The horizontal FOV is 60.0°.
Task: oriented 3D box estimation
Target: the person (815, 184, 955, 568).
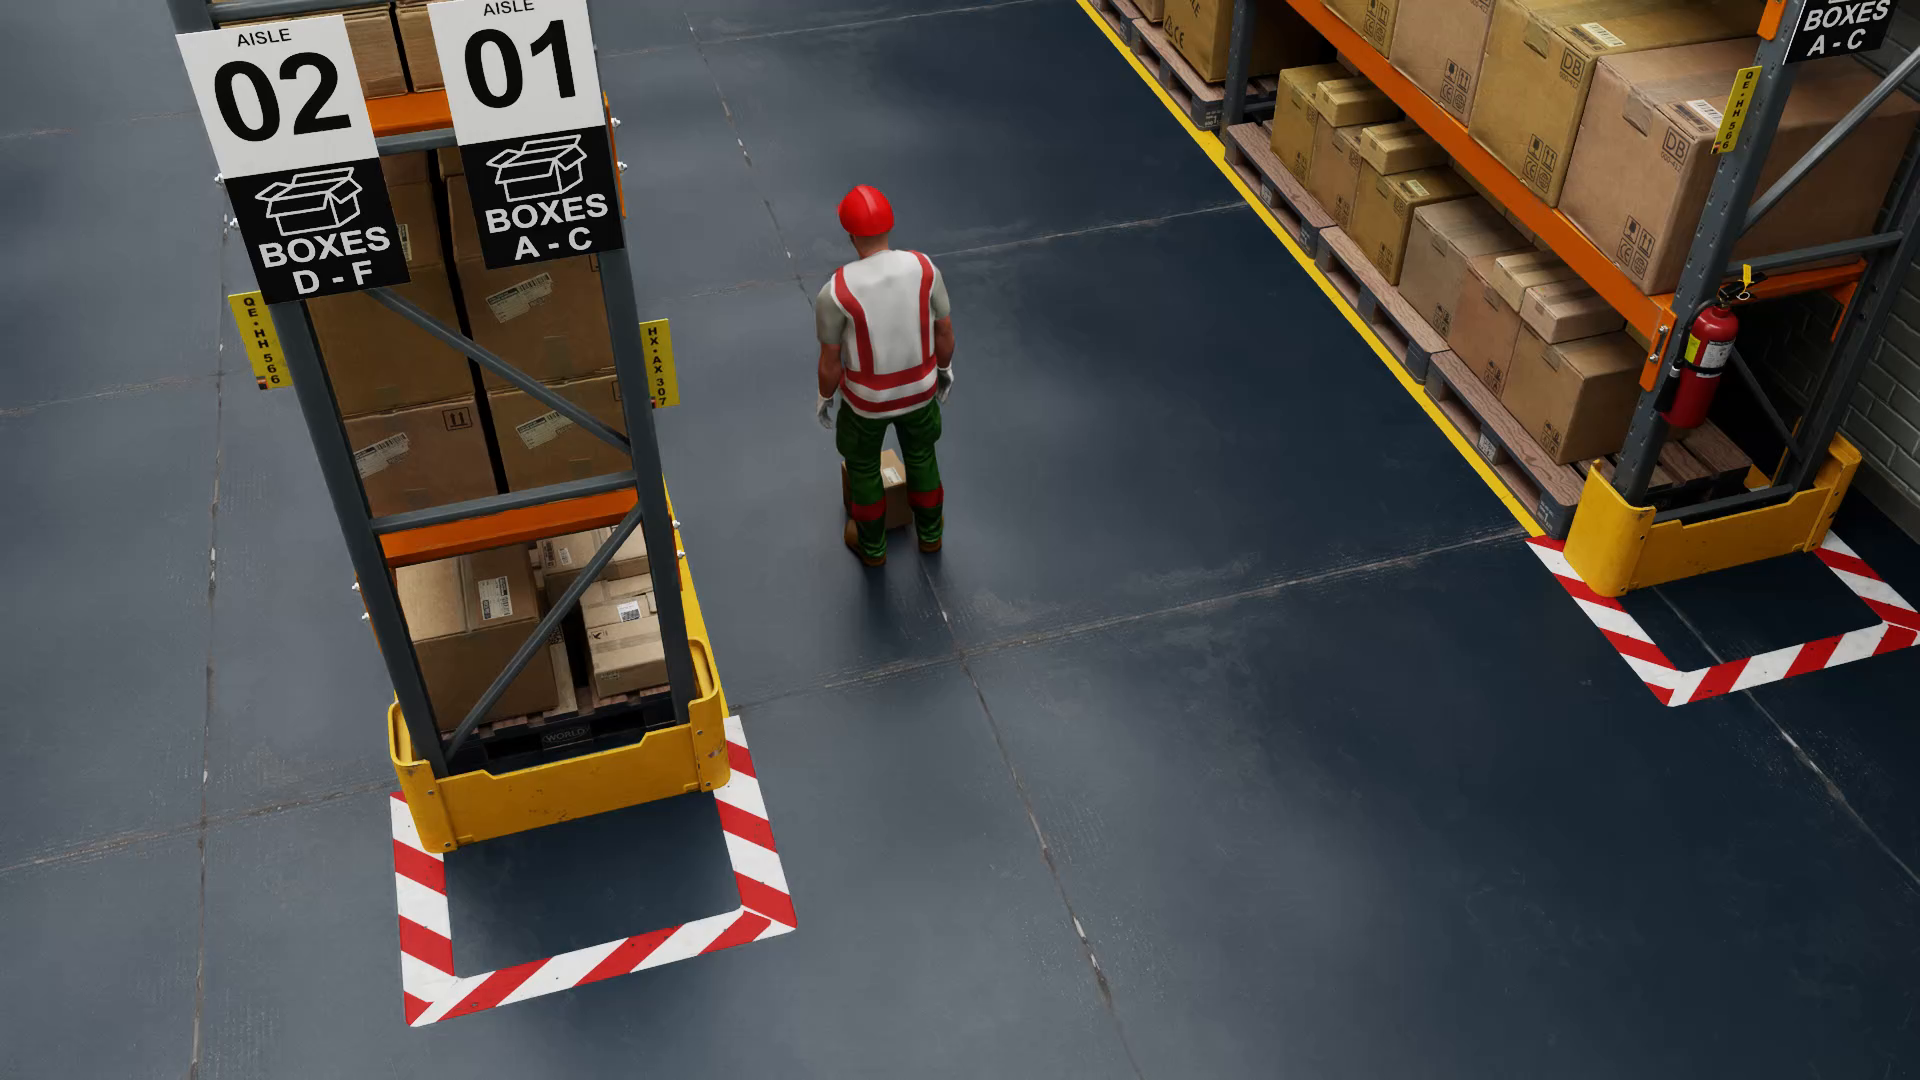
[{"bbox_3d":[-0.310,-0.638,6.862,0.611,1.778,0.451,-14,44,-15],"label":"person"}]
